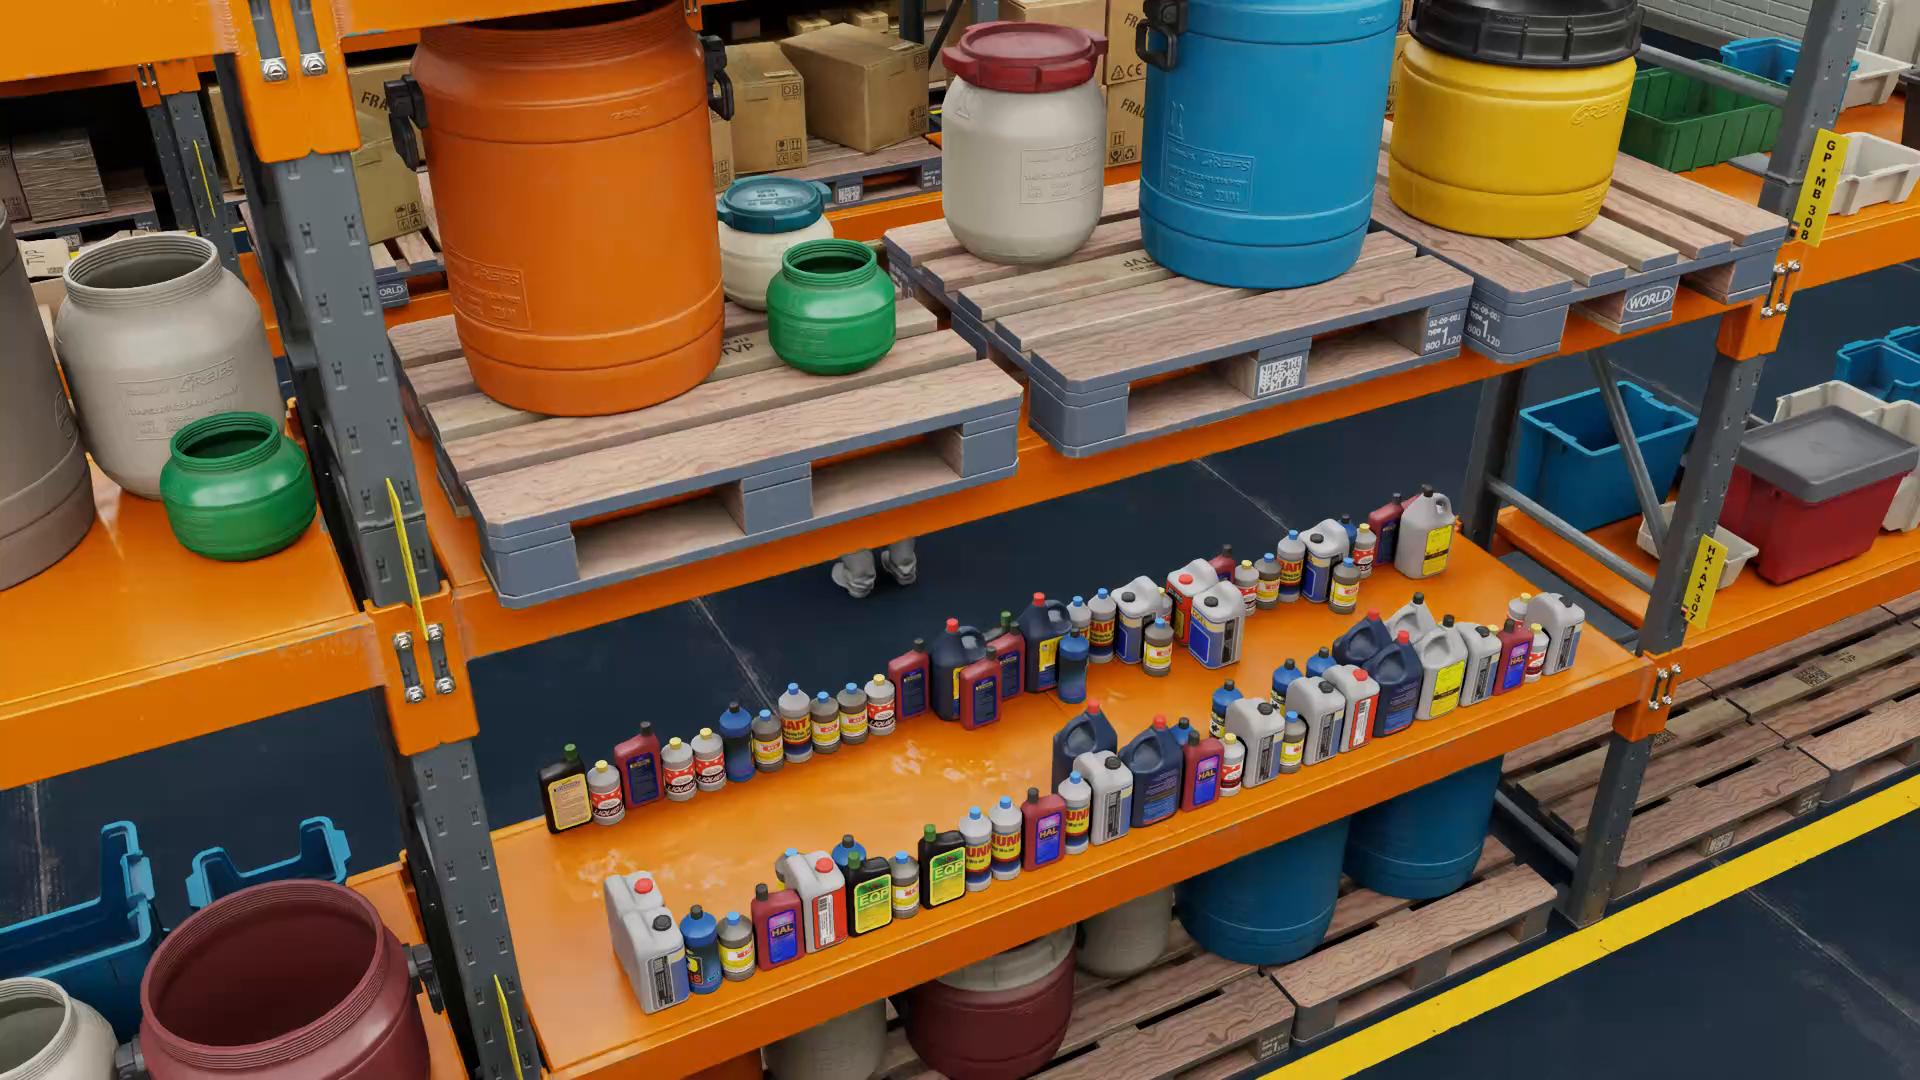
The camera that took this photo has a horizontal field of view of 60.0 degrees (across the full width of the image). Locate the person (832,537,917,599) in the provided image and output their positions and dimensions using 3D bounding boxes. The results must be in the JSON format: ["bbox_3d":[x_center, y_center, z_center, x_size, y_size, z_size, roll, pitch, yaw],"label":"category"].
[{"bbox_3d":[-0.475,-0.565,8.012,0.484,1.756,0.584,-17,36,-24],"label":"person"}]
